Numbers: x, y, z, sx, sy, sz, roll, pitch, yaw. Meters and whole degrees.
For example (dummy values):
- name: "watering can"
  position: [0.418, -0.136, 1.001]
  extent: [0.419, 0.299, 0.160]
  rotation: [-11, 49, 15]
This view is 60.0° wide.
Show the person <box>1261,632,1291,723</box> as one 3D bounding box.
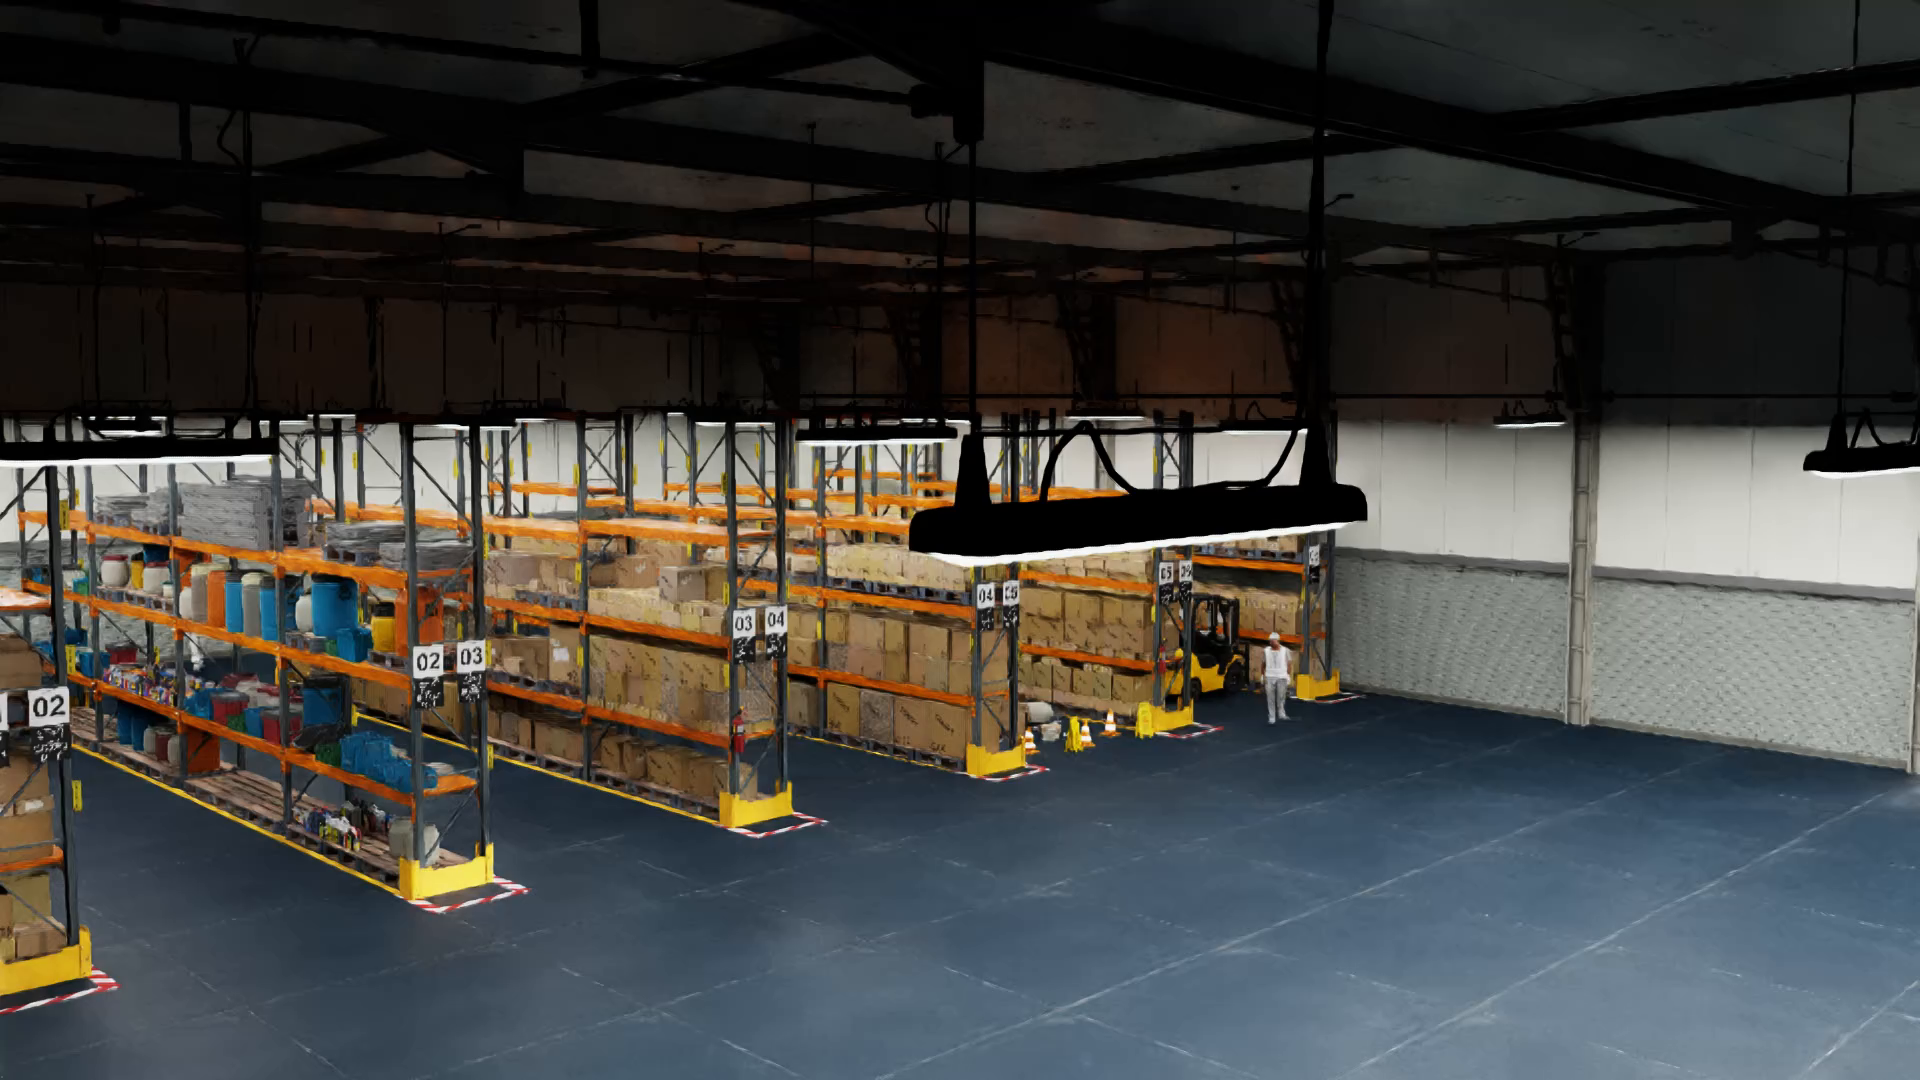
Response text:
- name: "person"
  position: [6.129, 2.655, 32.258]
  extent: [0.579, 1.782, 0.620]
  rotation: [1, 5, 13]

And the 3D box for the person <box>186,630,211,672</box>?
- name: "person"
  position: [-17.478, 2.140, 38.228]
  extent: [0.533, 1.728, 1.036]
  rotation: [-4, 6, -36]
